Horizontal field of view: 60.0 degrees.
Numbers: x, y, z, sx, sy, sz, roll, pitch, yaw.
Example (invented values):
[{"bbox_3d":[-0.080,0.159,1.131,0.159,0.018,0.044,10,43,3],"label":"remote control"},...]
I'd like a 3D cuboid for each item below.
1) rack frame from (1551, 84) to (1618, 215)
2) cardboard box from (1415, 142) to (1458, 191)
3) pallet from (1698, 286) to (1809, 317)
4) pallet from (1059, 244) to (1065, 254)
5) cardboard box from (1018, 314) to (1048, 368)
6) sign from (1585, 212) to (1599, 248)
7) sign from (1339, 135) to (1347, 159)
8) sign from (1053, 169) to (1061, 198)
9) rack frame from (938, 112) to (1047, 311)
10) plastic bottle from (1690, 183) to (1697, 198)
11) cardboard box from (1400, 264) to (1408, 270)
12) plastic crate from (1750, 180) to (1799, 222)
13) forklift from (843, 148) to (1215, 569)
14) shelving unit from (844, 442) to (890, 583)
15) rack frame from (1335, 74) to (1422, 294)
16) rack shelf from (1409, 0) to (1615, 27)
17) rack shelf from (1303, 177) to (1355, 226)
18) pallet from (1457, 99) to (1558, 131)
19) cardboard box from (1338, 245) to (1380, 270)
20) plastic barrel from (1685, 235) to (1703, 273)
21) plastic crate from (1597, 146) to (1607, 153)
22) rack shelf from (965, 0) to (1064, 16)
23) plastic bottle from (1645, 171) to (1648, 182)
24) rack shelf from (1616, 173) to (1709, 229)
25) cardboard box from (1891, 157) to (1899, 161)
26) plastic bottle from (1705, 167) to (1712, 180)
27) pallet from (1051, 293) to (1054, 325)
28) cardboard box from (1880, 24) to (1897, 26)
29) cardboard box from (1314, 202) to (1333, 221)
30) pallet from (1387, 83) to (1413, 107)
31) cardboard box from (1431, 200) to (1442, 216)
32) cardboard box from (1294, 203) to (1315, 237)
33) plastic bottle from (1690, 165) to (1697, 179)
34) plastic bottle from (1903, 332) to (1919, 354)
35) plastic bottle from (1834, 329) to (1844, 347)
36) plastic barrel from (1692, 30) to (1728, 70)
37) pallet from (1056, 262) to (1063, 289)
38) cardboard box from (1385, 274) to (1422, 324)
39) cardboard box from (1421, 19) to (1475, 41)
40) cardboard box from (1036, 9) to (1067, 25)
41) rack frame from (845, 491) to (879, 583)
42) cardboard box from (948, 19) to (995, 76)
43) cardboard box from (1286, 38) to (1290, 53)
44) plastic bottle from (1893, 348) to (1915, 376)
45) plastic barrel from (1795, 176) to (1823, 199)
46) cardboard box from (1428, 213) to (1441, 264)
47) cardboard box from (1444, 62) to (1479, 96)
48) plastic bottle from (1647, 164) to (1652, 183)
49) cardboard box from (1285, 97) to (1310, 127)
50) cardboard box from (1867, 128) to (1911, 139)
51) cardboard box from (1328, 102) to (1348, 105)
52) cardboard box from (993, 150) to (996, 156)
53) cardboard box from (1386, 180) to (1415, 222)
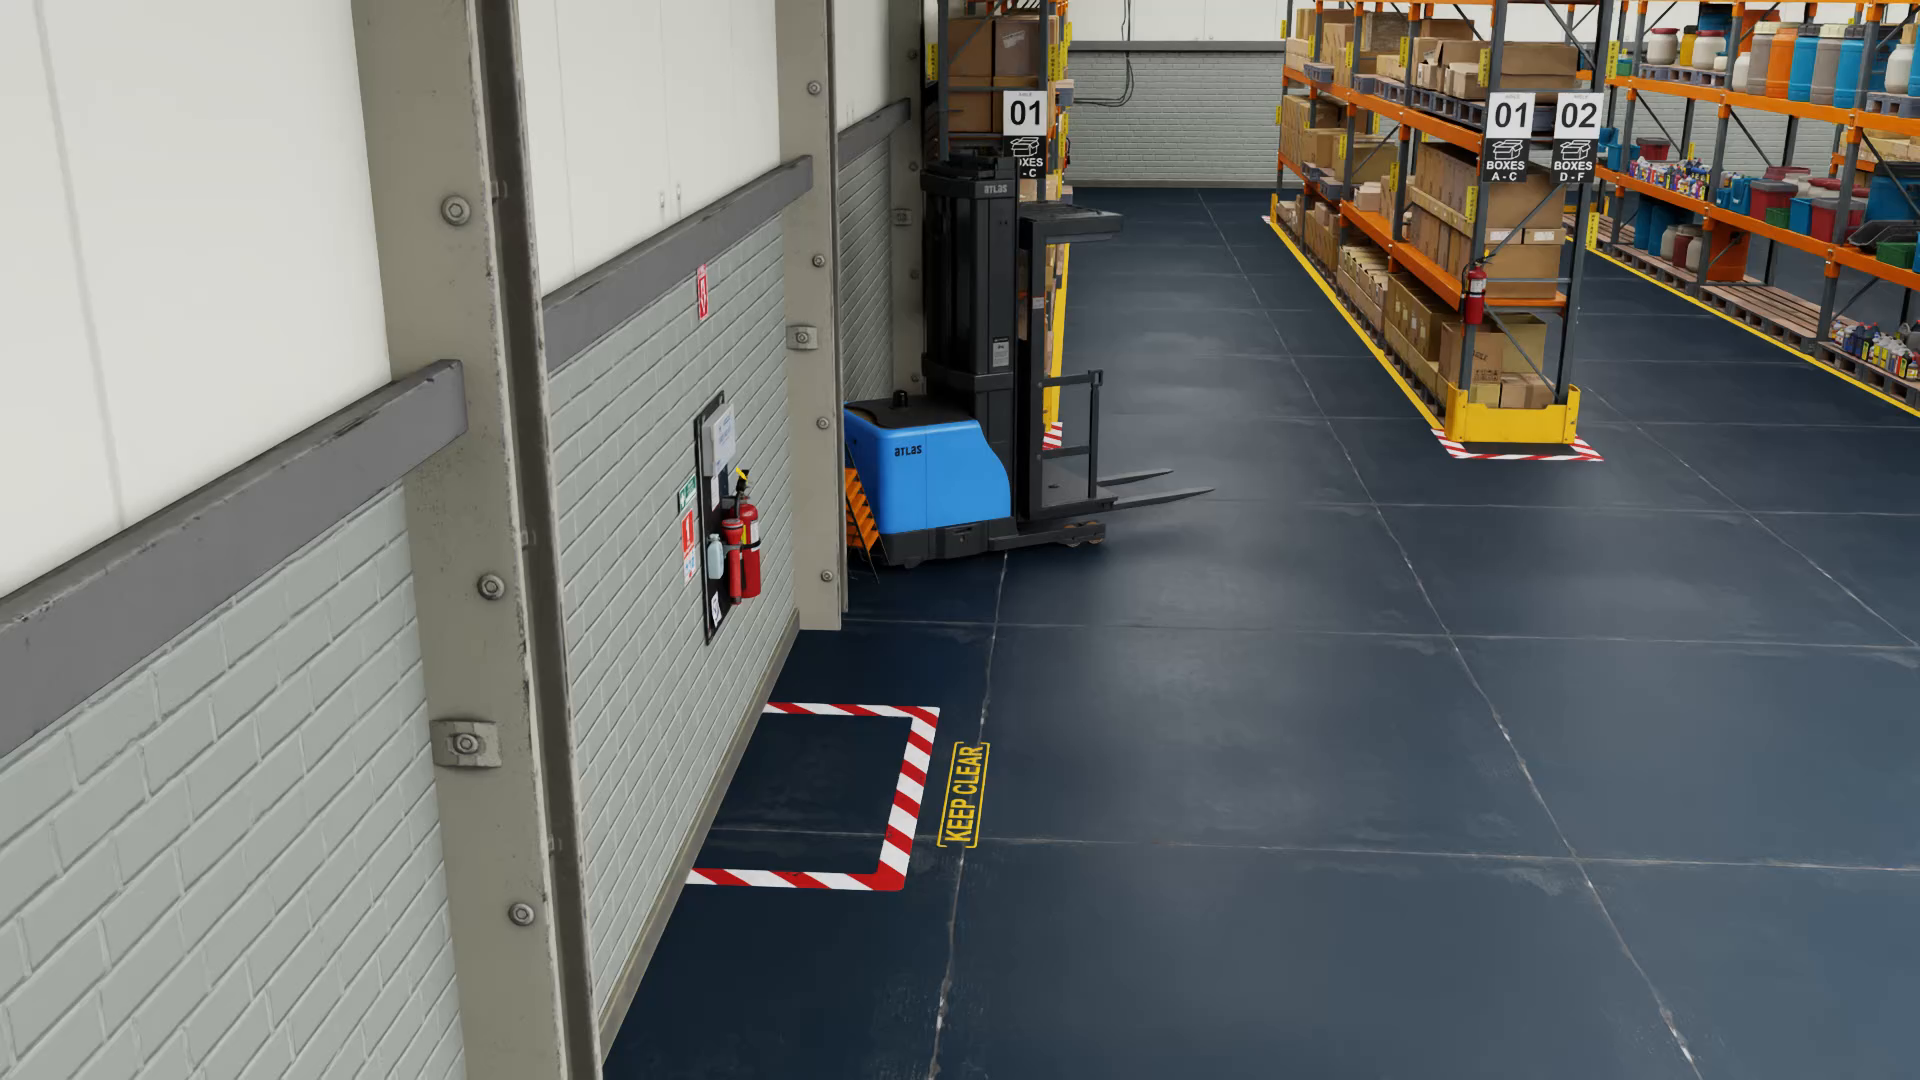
[{"bbox_3d":[11.332,-7.264,30.273,1.000,3.000,0.127,1,18,4],"label":"rack frame"},{"bbox_3d":[5.506,-4.174,18.601,0.700,0.500,0.500,1,18,4],"label":"cardboard box"},{"bbox_3d":[10.664,-3.214,22.393,1.003,0.211,1.213,1,18,4],"label":"pallet"},{"bbox_3d":[1.183,-4.676,26.854,1.003,0.211,1.213,1,18,4],"label":"pallet"},{"bbox_3d":[0.586,-2.153,17.985,0.700,0.500,0.500,0,18,0],"label":"cardboard box"},{"bbox_3d":[5.797,-2.841,15.258,0.100,0.325,0.005,1,18,4],"label":"sign"},{"bbox_3d":[5.276,-5.412,22.891,0.100,0.325,0.005,1,18,4],"label":"sign"},{"bbox_3d":[1.132,-4.159,19.409,0.100,0.325,0.005,1,18,4],"label":"sign"},{"bbox_3d":[0.303,-2.515,15.783,1.000,3.000,0.127,1,18,4],"label":"rack frame"},{"bbox_3d":[10.412,-4.957,23.553,0.097,0.201,0.097,0,18,0],"label":"plastic bottle"},{"bbox_3d":[5.918,-3.408,21.347,0.500,0.311,0.500,2,18,5],"label":"cardboard box"},{"bbox_3d":[10.337,-4.314,21.170,0.402,0.464,0.583,1,18,4],"label":"plastic crate"},{"bbox_3d":[0.559,-1.478,12.726,3.031,2.935,1.130,-9,20,-25],"label":"forklift"},{"bbox_3d":[-0.783,-0.192,11.667,0.258,1.200,0.189,9,49,26],"label":"shelving unit"},{"bbox_3d":[5.818,-4.891,23.031,1.000,3.000,0.127,1,18,4],"label":"rack frame"},{"bbox_3d":[5.388,-5.346,16.585,1.077,0.370,4.000,1,18,4],"label":"rack shelf"},{"bbox_3d":[5.961,-5.170,25.039,1.077,0.370,4.000,1,18,4],"label":"rack shelf"},{"bbox_3d":[5.321,-4.009,15.664,1.003,0.211,1.213,1,18,4],"label":"pallet"},{"bbox_3d":[5.487,-3.894,22.830,0.500,0.311,0.500,2,18,6],"label":"cardboard box"},{"bbox_3d":[10.728,-4.126,24.019,0.421,0.512,0.421,0,18,0],"label":"plastic barrel"},{"bbox_3d":[10.870,-6.641,28.546,0.416,0.233,0.300,1,18,4],"label":"plastic crate"},{"bbox_3d":[0.733,-6.698,20.710,1.077,0.370,4.000,1,18,4],"label":"rack shelf"},{"bbox_3d":[10.556,-5.582,25.461,0.097,0.201,0.097,0,18,0],"label":"plastic bottle"},{"bbox_3d":[10.902,-5.058,24.698,1.077,0.370,4.000,1,18,4],"label":"rack shelf"},{"bbox_3d":[15.772,-6.292,27.713,0.380,0.149,0.250,1,18,3],"label":"cardboard box"},{"bbox_3d":[11.250,-5.449,24.934,0.152,0.276,0.135,1,18,4],"label":"plastic bottle"},{"bbox_3d":[0.729,-3.054,21.906,1.003,0.211,1.213,1,18,4],"label":"pallet"},{"bbox_3d":[16.127,-8.538,28.350,0.700,0.500,0.500,1,18,2],"label":"cardboard box"},{"bbox_3d":[5.755,-5.055,25.637,0.500,0.250,0.500,1,18,4],"label":"cardboard box"},{"bbox_3d":[5.581,-5.257,19.640,0.805,0.209,1.217,1,18,2],"label":"pallet"},{"bbox_3d":[5.230,-3.525,17.660,0.380,0.149,0.250,1,18,2],"label":"cardboard box"},{"bbox_3d":[5.862,-5.338,27.703,0.500,0.500,0.500,1,18,4],"label":"cardboard box"},{"bbox_3d":[11.151,-5.557,25.273,0.097,0.271,0.097,0,18,0],"label":"plastic bottle"},{"bbox_3d":[10.549,-2.181,18.429,0.152,0.276,0.135,1,18,4],"label":"plastic bottle"},{"bbox_3d":[10.004,-2.295,18.898,0.097,0.201,0.097,0,18,0],"label":"plastic bottle"},{"bbox_3d":[10.735,-7.023,23.827,0.433,0.535,0.433,0,18,0],"label":"plastic barrel"},{"bbox_3d":[1.008,-3.918,24.542,1.003,0.211,1.213,1,18,4],"label":"pallet"},{"bbox_3d":[5.186,-2.761,19.068,0.500,0.500,0.500,1,18,4],"label":"cardboard box"},{"bbox_3d":[5.615,-5.749,19.196,0.500,0.500,0.500,2,18,5],"label":"cardboard box"},{"bbox_3d":[1.494,-8.415,27.172,0.500,0.500,0.500,1,18,3],"label":"cardboard box"},{"bbox_3d":[-0.820,-0.129,11.613,0.240,1.200,0.006,9,49,26],"label":"rack frame"},{"bbox_3d":[0.073,-4.613,15.568,0.500,0.500,0.500,2,18,6],"label":"cardboard box"},{"bbox_3d":[6.095,-8.813,29.623,0.500,0.250,0.500,1,18,4],"label":"cardboard box"},{"bbox_3d":[9.924,-1.867,17.471,0.152,0.276,0.135,1,18,4],"label":"plastic bottle"},{"bbox_3d":[10.867,-4.377,21.284,0.421,0.512,0.421,0,18,0],"label":"plastic barrel"},{"bbox_3d":[5.434,-3.238,17.828,0.700,0.500,0.500,2,18,5],"label":"cardboard box"},{"bbox_3d":[5.104,-4.591,16.545,0.500,0.311,0.500,3,18,10],"label":"cardboard box"},{"bbox_3d":[10.529,-5.586,25.340,0.061,0.283,0.133,1,18,4],"label":"plastic bottle"},{"bbox_3d":[6.067,-7.604,29.544,0.500,0.500,0.500,1,18,4],"label":"cardboard box"},{"bbox_3d":[15.901,-7.120,28.394,0.500,0.500,0.500,1,18,2],"label":"cardboard box"},{"bbox_3d":[6.493,-7.116,28.055,0.500,0.500,0.500,1,18,2],"label":"cardboard box"},{"bbox_3d":[0.647,-5.351,23.766,0.500,0.500,0.500,1,18,4],"label":"cardboard box"},{"bbox_3d":[5.676,-4.253,20.925,0.500,0.500,0.500,1,18,4],"label":"cardboard box"}]
